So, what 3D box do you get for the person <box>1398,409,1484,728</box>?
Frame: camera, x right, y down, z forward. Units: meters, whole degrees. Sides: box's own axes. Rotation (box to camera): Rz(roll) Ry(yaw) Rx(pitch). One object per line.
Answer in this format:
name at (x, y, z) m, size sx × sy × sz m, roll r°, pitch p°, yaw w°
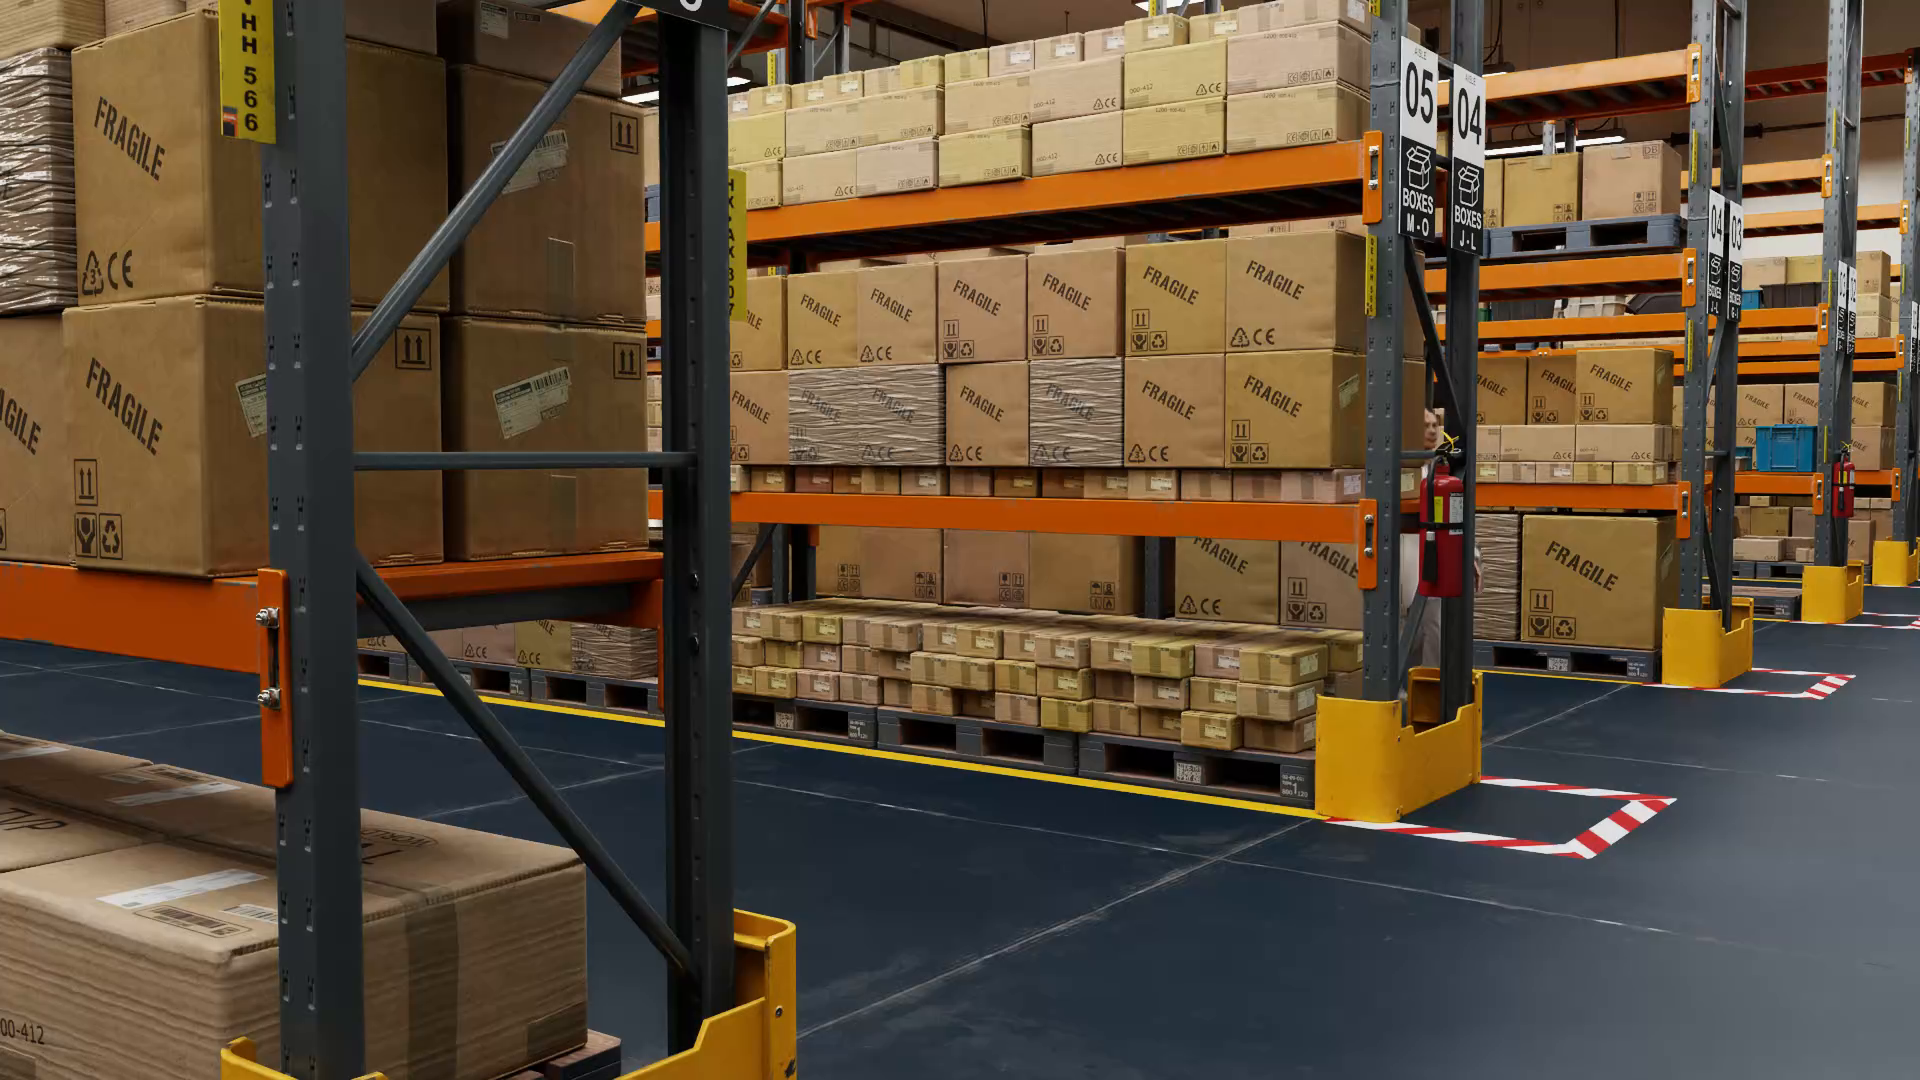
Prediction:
person at (2.583, 0.142, 9.239) m, size 0.559 × 1.745 × 1.012 m, roll -2°, pitch 4°, yaw -32°
